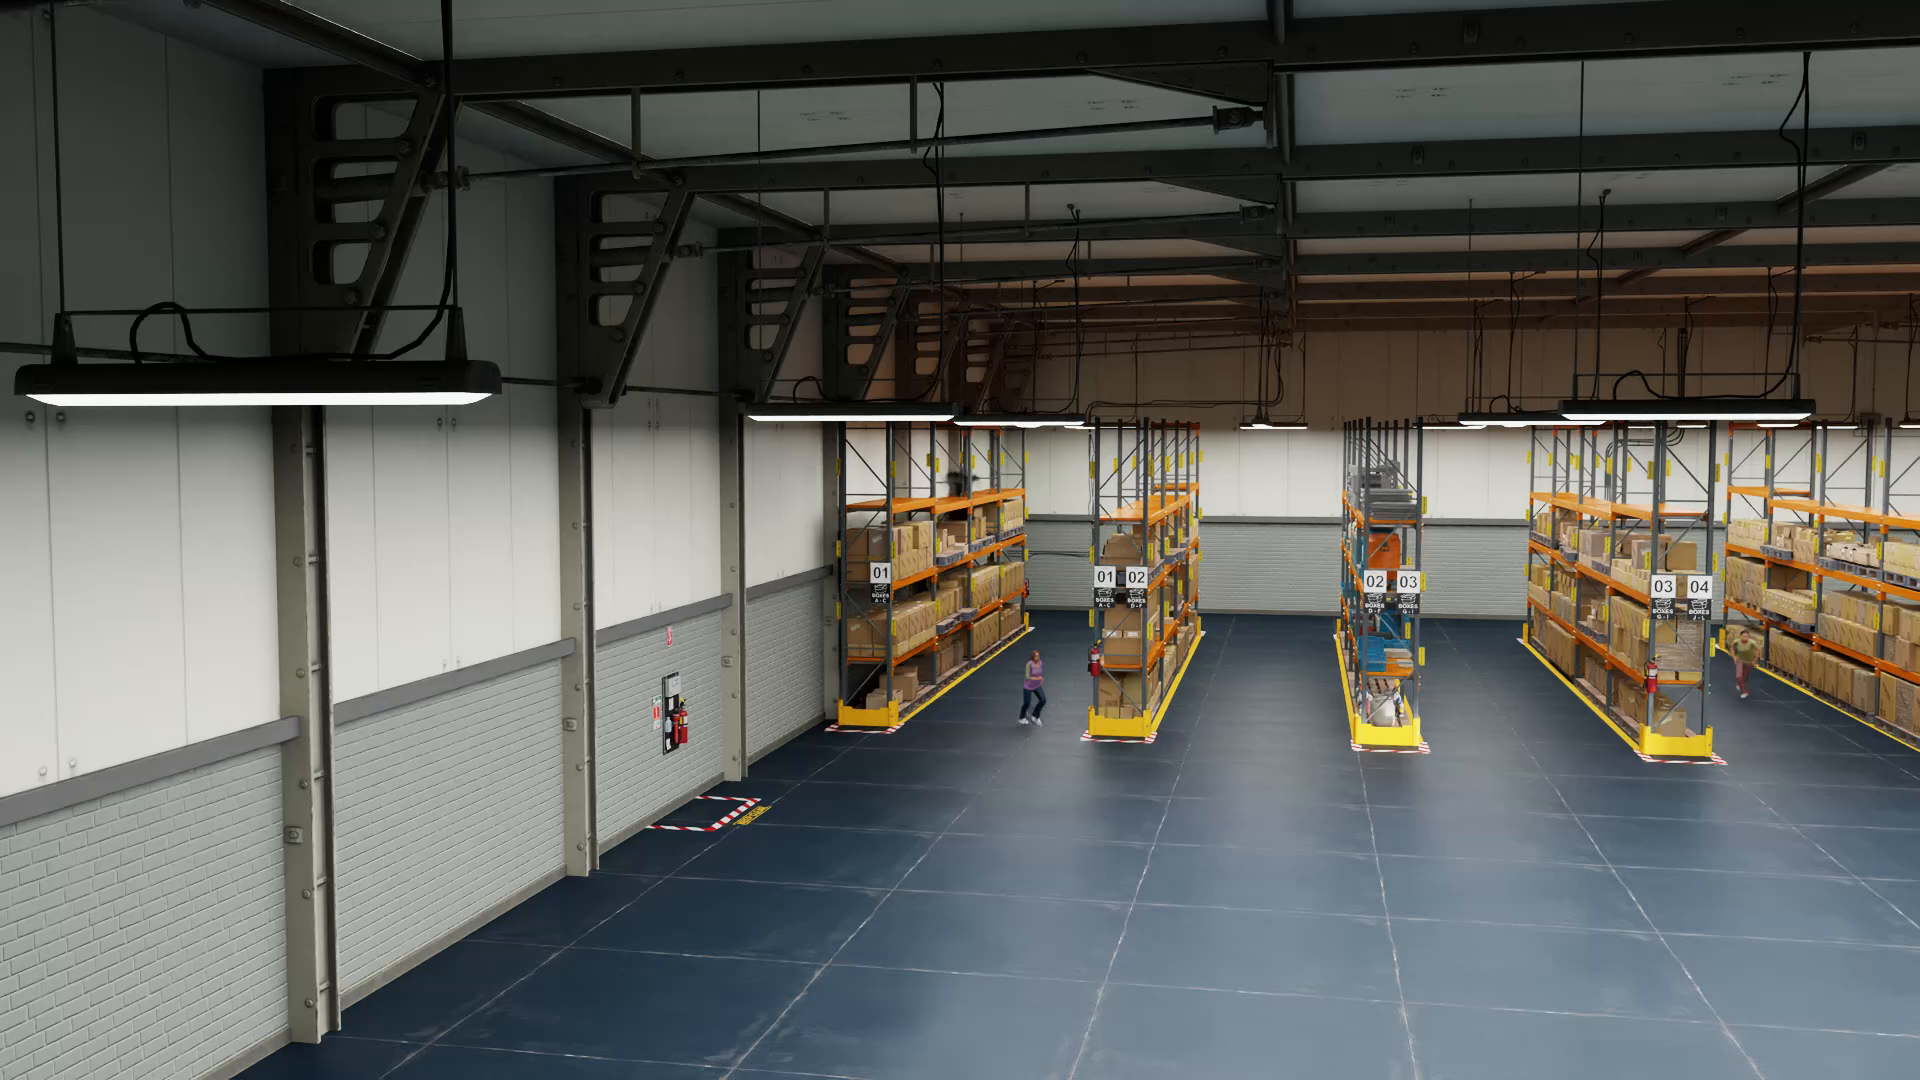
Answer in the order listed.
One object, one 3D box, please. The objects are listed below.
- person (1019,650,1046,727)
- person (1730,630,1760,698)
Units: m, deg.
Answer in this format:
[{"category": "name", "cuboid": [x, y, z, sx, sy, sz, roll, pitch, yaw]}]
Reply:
[{"category": "person", "cuboid": [1.422, 2.864, 32.227, 0.535, 1.520, 0.893, -2, 4, -28]}, {"category": "person", "cuboid": [16.977, 2.647, 35.964, 0.585, 1.500, 0.936, 2, 4, 24]}]
